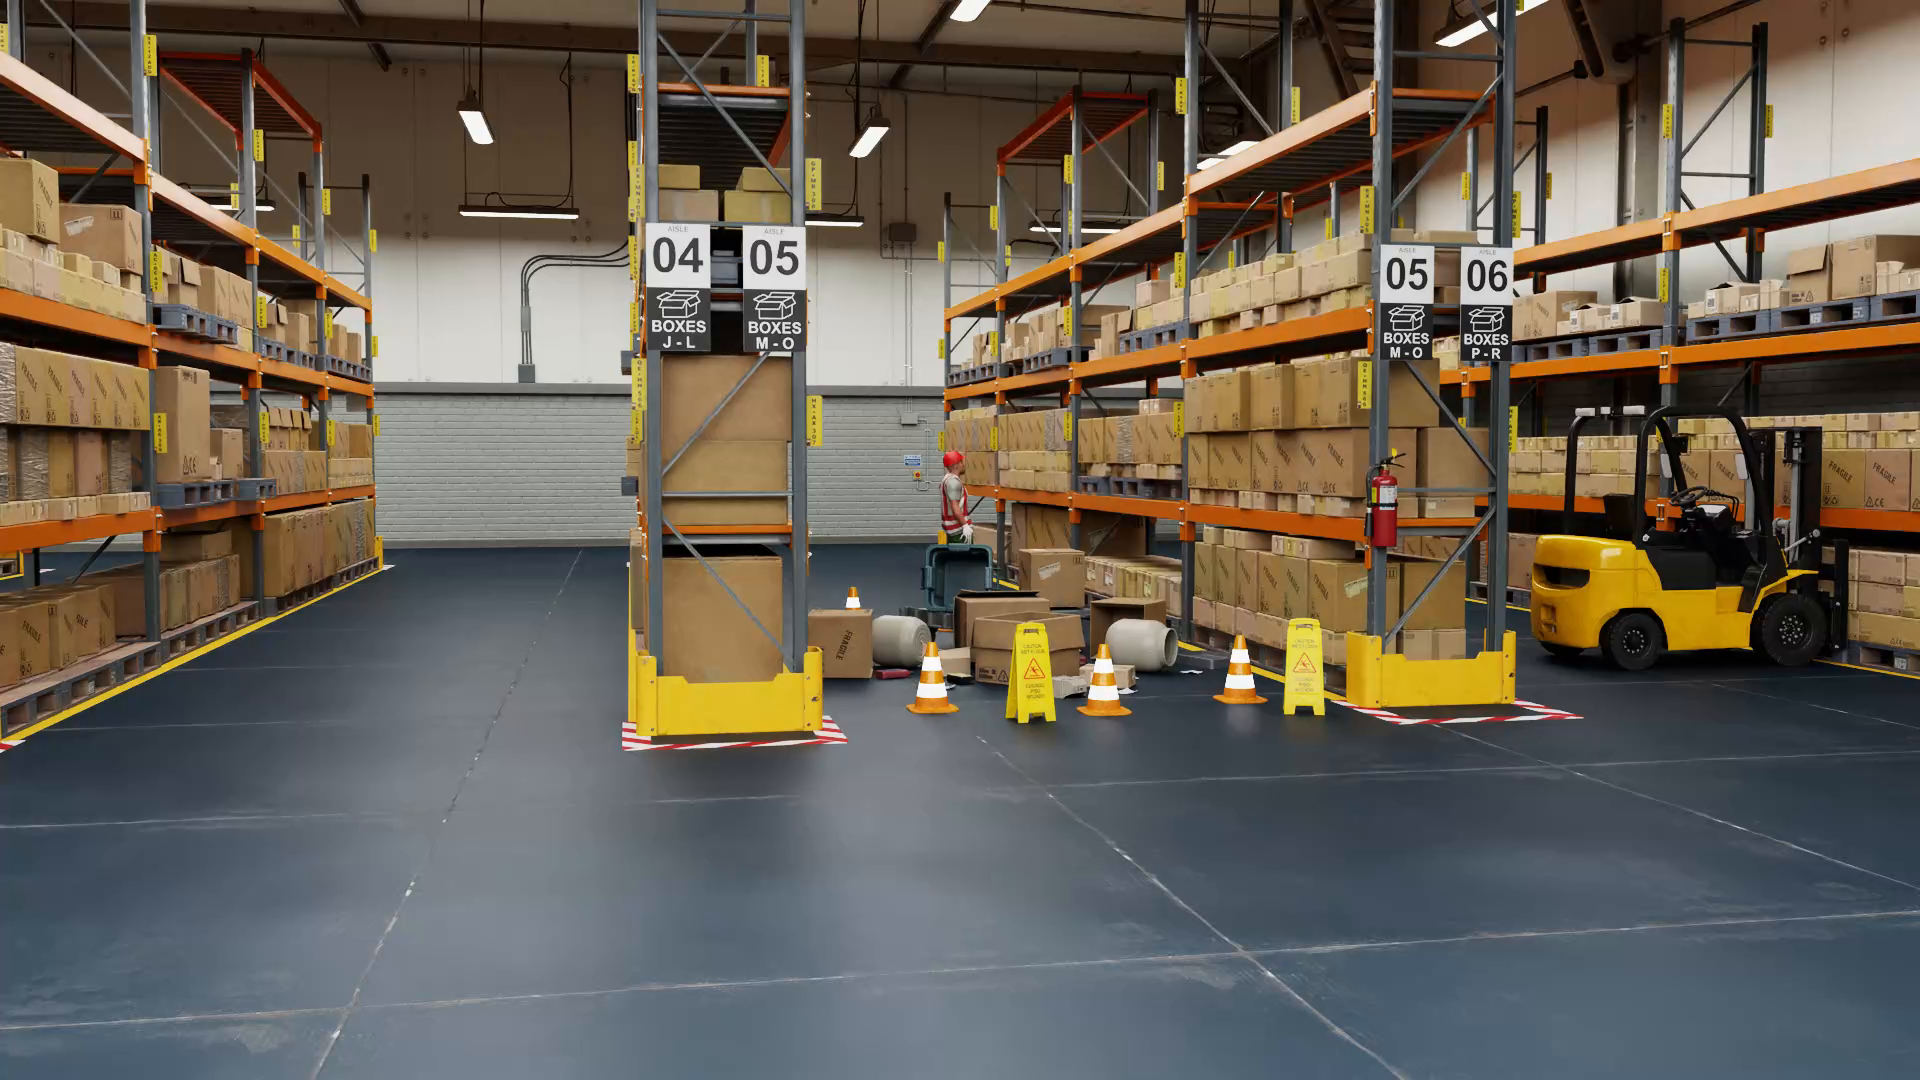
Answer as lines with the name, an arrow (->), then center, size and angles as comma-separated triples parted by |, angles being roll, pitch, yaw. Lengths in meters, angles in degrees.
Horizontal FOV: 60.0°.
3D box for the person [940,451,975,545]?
person -> 0.065, -0.084, 18.253 | 0.564, 1.788, 0.637 | -1, 3, -11
